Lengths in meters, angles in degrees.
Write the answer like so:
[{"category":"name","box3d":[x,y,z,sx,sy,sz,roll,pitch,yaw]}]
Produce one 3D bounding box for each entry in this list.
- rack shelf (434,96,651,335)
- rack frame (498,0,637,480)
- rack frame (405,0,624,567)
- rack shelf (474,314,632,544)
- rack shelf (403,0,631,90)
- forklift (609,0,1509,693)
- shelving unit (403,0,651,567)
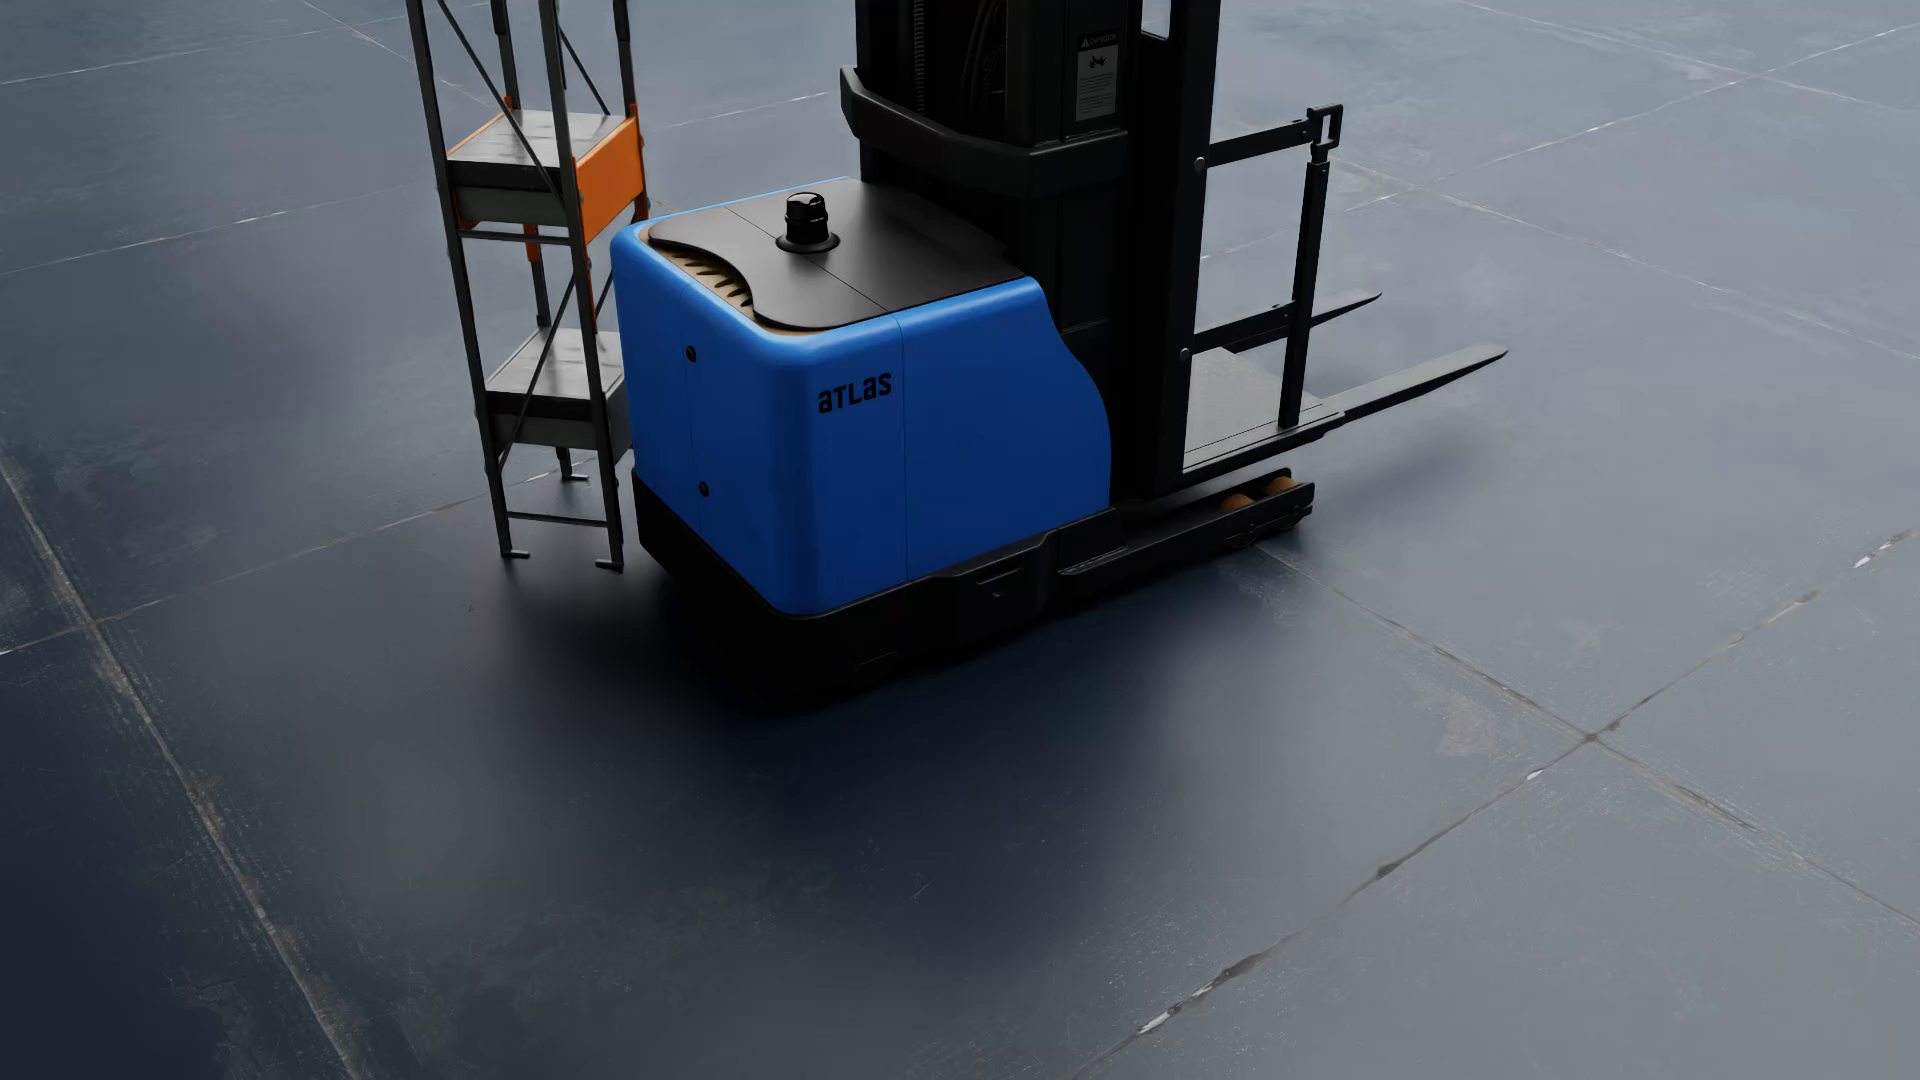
[{"category":"rack shelf","box3d":[-1.186,-0.947,4.810,0.431,0.518,0.480,6,32,9]},{"category":"rack frame","box3d":[-1.140,-1.085,5.006,0.400,2.100,0.015,6,32,9]},{"category":"rack frame","box3d":[-1.232,-0.832,4.599,0.400,2.100,0.015,6,32,9]},{"category":"rack shelf","box3d":[-1.186,-0.352,5.179,0.431,0.518,0.480,6,32,9]},{"category":"rack shelf","box3d":[-1.186,-1.541,4.440,0.431,0.518,0.480,6,32,9]},{"category":"forklift","box3d":[0.517,-1.431,4.776,3.031,2.935,1.130,-20,37,-29]},{"category":"shelving unit","box3d":[-1.186,-0.958,4.803,0.431,2.100,0.503,6,32,9]}]
